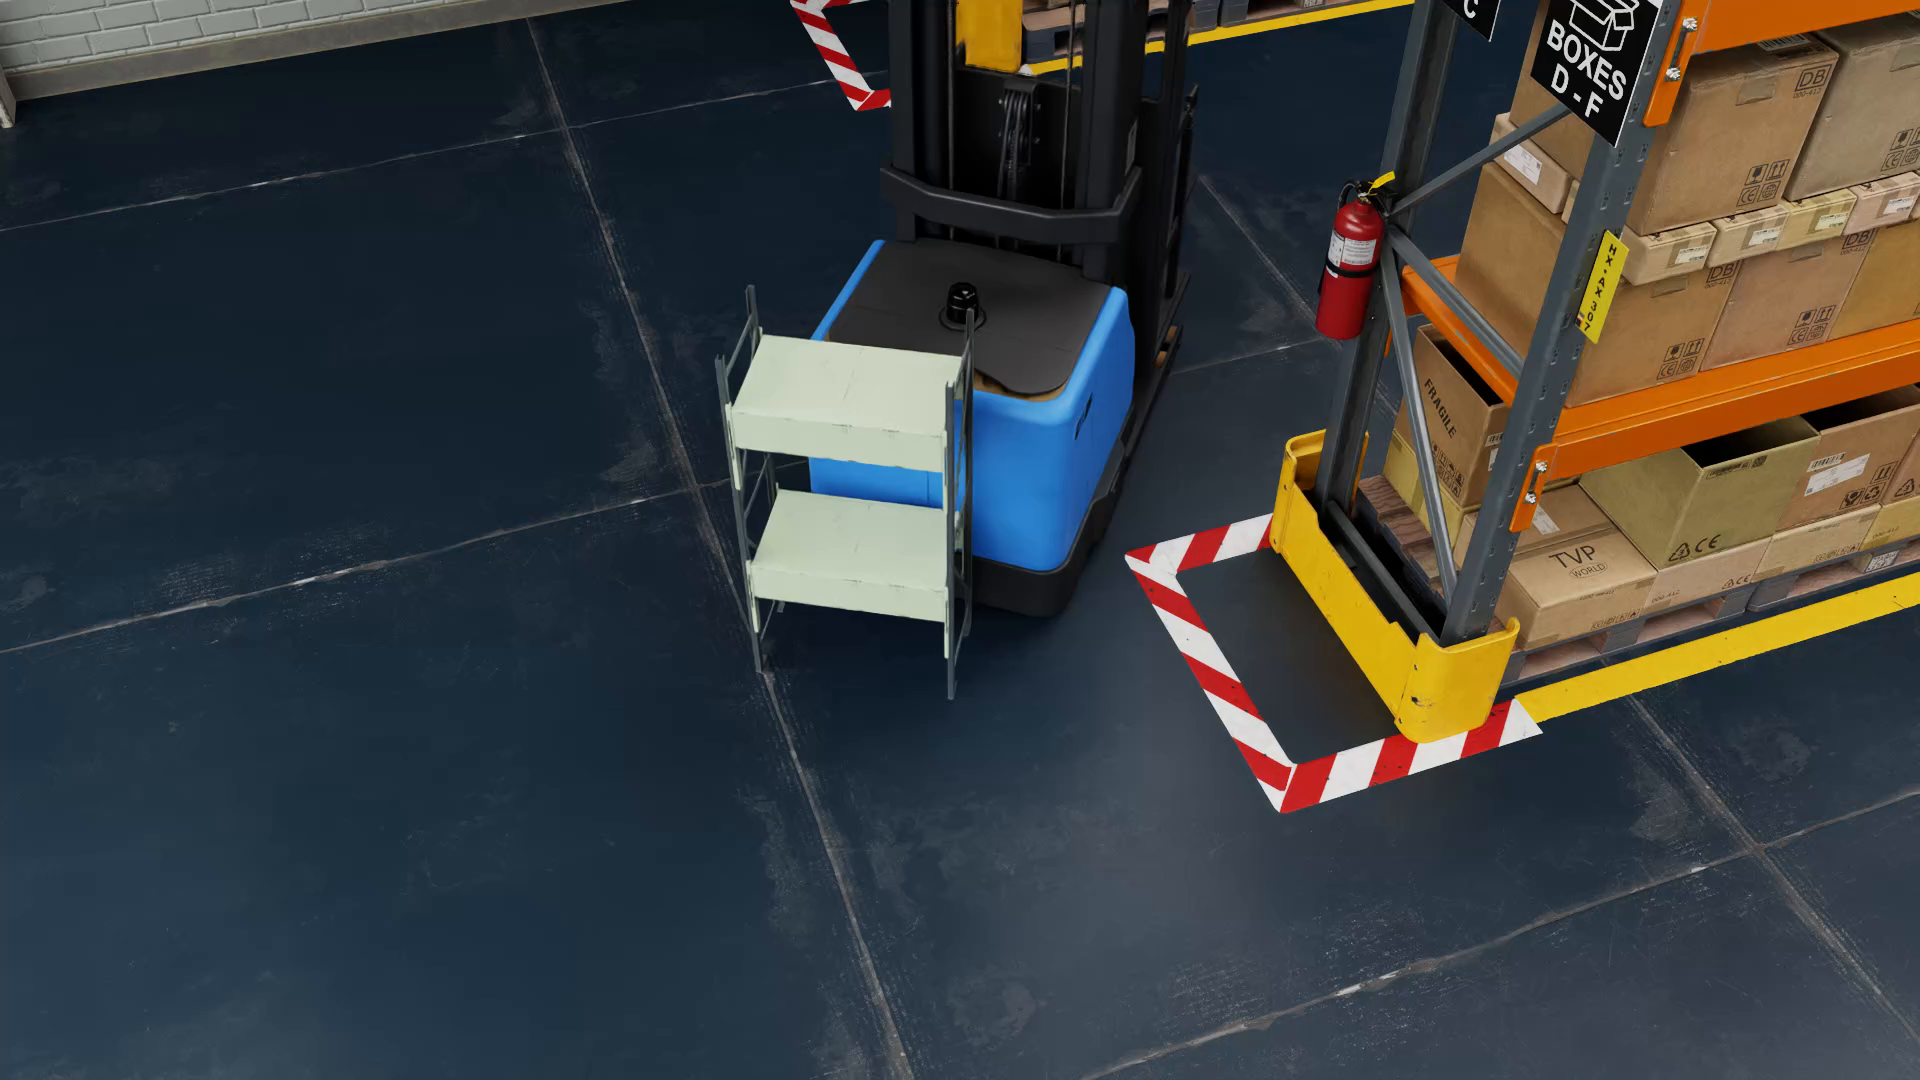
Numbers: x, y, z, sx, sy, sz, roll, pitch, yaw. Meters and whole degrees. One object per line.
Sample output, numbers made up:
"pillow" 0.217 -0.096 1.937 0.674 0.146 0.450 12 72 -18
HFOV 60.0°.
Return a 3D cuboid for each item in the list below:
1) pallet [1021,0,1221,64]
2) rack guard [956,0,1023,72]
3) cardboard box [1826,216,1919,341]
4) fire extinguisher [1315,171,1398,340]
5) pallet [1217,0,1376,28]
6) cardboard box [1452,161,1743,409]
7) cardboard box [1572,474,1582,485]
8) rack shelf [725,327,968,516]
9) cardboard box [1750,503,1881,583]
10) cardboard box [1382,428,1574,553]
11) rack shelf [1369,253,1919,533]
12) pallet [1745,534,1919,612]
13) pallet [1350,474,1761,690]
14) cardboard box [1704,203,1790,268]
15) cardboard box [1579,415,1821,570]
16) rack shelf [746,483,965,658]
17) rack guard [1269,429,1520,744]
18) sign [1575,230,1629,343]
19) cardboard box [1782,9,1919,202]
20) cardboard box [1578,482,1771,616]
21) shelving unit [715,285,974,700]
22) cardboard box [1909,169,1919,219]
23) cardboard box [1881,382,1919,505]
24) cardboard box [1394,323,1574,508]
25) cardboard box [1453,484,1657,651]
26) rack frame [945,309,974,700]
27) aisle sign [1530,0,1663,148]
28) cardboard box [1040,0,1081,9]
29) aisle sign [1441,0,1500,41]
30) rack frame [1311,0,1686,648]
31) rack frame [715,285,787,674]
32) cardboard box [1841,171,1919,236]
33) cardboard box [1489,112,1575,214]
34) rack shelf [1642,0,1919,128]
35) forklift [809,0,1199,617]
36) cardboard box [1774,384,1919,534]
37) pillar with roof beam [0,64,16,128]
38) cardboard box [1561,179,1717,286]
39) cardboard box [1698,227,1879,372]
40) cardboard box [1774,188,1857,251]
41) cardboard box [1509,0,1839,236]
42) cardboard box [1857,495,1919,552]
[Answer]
"pallet" 0.781 -3.251 9.841 1.213 0.211 1.003 -14 47 -14
"rack guard" 0.004 -3.181 9.567 0.348 0.500 1.175 -14 47 -14
"cardboard box" 3.023 -1.130 5.688 0.500 0.500 0.700 -14 47 -14
"fire extinguisher" 1.349 -0.999 5.683 0.183 0.674 0.296 -14 47 -14
"pallet" 1.926 -3.541 10.131 1.213 0.211 1.003 -14 47 -14
"cardboard box" 2.062 -0.885 5.443 0.500 0.500 0.700 -14 47 -14
"cardboard box" 2.489 -0.377 6.653 0.500 0.250 0.500 -14 47 -14
"rack shelf" -0.360 -0.398 5.537 0.720 0.370 0.431 7 46 7
"cardboard box" 3.138 -0.147 6.423 0.500 0.250 0.500 -14 47 -14
"cardboard box" 2.022 -0.249 6.525 0.500 0.250 0.500 -14 47 -14
"rack shelf" 3.500 -0.973 6.110 4.000 0.370 1.077 -14 47 -14
"pallet" 3.469 -0.264 6.864 1.213 0.211 1.003 -14 47 -14
"pallet" 2.323 0.027 6.574 1.213 0.211 1.003 -14 47 -14
"cardboard box" 2.308 -1.026 5.126 0.250 0.149 0.380 -15 47 -15
"cardboard box" 2.668 -0.290 6.037 0.500 0.500 0.500 -14 47 -14
"rack shelf" -0.360 0.108 6.044 0.720 0.370 0.431 7 46 7
"rack guard" 1.596 0.143 6.255 0.348 0.500 1.175 -14 47 -14
"sign" 1.801 -0.708 4.671 0.005 0.325 0.100 -14 47 -14
"cardboard box" 2.604 -1.485 5.126 0.500 0.500 0.700 -15 47 -15
"cardboard box" 2.667 -0.027 6.304 0.500 0.250 0.500 -14 47 -14
"shelving unit" -0.360 -0.122 5.813 0.755 1.500 0.431 7 46 7
"cardboard box" 3.031 -1.210 5.310 0.250 0.149 0.380 -16 47 -15
"cardboard box" 3.610 -0.528 6.274 0.500 0.500 0.500 -14 47 -14
"cardboard box" 2.022 -0.515 6.261 0.500 0.500 0.500 -14 47 -14
"cardboard box" 2.198 0.096 6.181 0.500 0.250 0.500 -14 47 -14
"rack frame" 0.000 -0.077 5.768 0.023 1.500 0.400 7 46 7
"aisle sign" 1.661 -1.443 4.235 0.004 0.787 0.394 -14 47 -14
"cardboard box" 0.614 -3.358 9.566 0.500 0.311 0.500 -19 48 -18
"aisle sign" 1.457 -1.843 4.634 0.004 0.787 0.394 -14 47 -14
"rack frame" 1.618 -0.746 5.375 0.127 3.000 1.000 -14 47 -14
"rack frame" -0.720 -0.168 5.859 0.023 1.500 0.400 7 46 7
"cardboard box" 2.781 -1.144 5.244 0.250 0.149 0.380 -15 47 -14
"cardboard box" 1.913 -1.229 5.328 0.250 0.149 0.380 -15 47 -15
"rack shelf" 3.500 -2.032 5.047 4.000 0.370 1.077 -14 47 -14
"forklift" 0.373 -1.803 6.478 1.130 2.935 3.031 14 47 13
"cardboard box" 3.134 -0.419 6.165 0.500 0.500 0.500 -14 47 -14
"pillar with roof beam" -3.884 -2.596 2.984 0.400 9.000 9.100 -14 47 -14
"cardboard box" 2.061 -0.961 5.061 0.250 0.149 0.380 -15 47 -14
"cardboard box" 2.554 -1.014 5.572 0.500 0.500 0.700 -13 47 -13
"cardboard box" 2.543 -1.085 5.185 0.250 0.149 0.380 -14 47 -14
"cardboard box" 2.112 -1.355 4.997 0.500 0.500 0.700 -14 47 -14
"cardboard box" 3.610 -0.264 6.540 0.500 0.250 0.500 -14 47 -14
